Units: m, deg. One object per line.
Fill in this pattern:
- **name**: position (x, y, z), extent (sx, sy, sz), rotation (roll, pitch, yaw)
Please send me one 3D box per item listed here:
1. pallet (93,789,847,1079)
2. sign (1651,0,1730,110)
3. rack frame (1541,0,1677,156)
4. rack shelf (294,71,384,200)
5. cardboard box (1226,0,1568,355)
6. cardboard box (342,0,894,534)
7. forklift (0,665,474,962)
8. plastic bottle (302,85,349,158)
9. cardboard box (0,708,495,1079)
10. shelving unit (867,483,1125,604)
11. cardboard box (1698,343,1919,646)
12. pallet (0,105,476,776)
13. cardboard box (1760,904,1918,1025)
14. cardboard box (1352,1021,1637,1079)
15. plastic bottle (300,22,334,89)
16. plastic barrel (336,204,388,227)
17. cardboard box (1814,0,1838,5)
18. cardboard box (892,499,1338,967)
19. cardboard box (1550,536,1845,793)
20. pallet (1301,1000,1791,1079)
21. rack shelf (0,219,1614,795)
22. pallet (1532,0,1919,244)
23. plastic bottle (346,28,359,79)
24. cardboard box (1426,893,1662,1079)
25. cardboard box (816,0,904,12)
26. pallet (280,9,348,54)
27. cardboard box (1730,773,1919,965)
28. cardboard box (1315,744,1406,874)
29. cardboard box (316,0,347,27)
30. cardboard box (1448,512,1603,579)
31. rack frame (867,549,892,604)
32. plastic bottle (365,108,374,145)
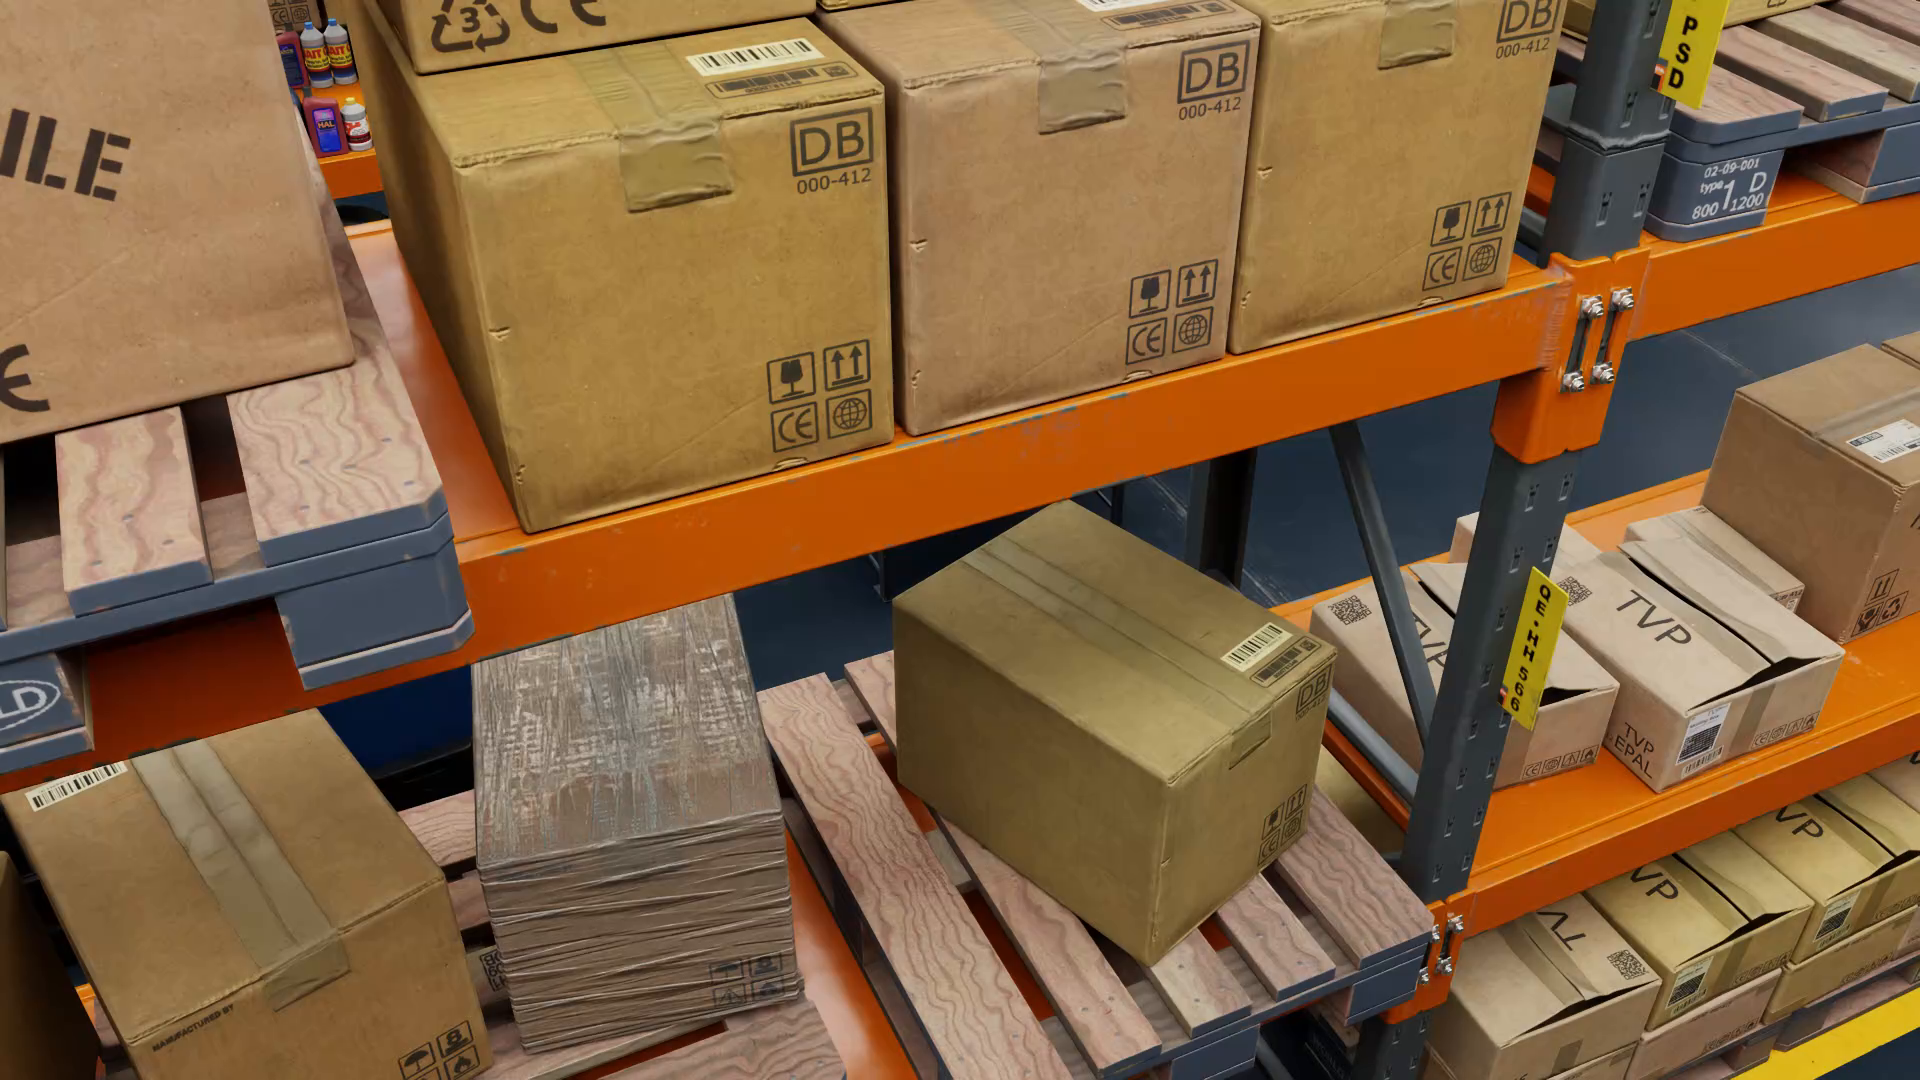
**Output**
- **pallet**: position (-0.949, 0.917, 3.157), extent (1.213, 0.211, 1.003), rotation (-16, 39, -20)
- **sign**: position (1.038, -0.774, 2.324), extent (0.005, 0.325, 0.100), rotation (-16, 39, -20)
- **rack frame**: position (0.809, -2.064, 1.980), extent (0.127, 3.000, 1.000), rotation (-16, 39, -20)
- **rack shelf**: position (-3.102, -1.532, 6.901), extent (4.000, 0.370, 1.077), rotation (-16, 39, -20)
- **cardboard box**: position (0.429, -0.771, 2.670), extent (0.500, 0.500, 0.910), rotation (-16, 39, -20)
- **cardboard box**: position (-0.504, -0.510, 2.318), extent (0.500, 0.500, 0.910), rotation (-16, 39, -20)
- **forklift**: position (-2.745, -0.254, 4.632), extent (3.031, 2.935, 1.130), rotation (-19, 40, -23)
- **plastic bottle**: position (-2.512, -1.658, 6.566), extent (0.133, 0.283, 0.061), rotation (-16, 39, -20)
- **cardboard box**: position (-1.239, 0.668, 2.895), extent (0.500, 0.500, 0.700), rotation (-26, 44, -31)
- **shelving unit**: position (0.077, -0.624, 6.332), extent (1.048, 1.500, 0.538), rotation (-16, 39, -20)
- **cardboard box**: position (2.321, -0.128, 4.321), extent (0.500, 0.500, 0.500), rotation (-18, 40, -22)
- **pallet**: position (-1.254, -0.163, 2.092), extent (1.003, 0.211, 1.213), rotation (-16, 39, -20)
- **cardboard box**: position (2.331, 1.044, 4.780), extent (0.500, 0.250, 0.500), rotation (-17, 40, -21)
- **cardboard box**: position (1.408, 1.307, 4.426), extent (0.500, 0.250, 0.500), rotation (-16, 39, -20)
- **plastic bottle**: position (-2.774, -2.092, 7.160), extent (0.097, 0.271, 0.097), rotation (0, 37, 0)
- **plastic barrel**: position (-2.750, -1.108, 7.398), extent (0.708, 0.588, 0.600), rotation (-16, 39, -20)
- **cardboard box**: position (1.663, -1.256, 3.180), extent (0.500, 0.250, 0.500), rotation (-15, 39, -19)
- **cardboard box**: position (0.287, 0.357, 3.315), extent (0.500, 0.500, 0.700), rotation (-30, 46, -34)
- **cardboard box**: position (1.701, 0.259, 3.958), extent (0.500, 0.311, 0.500), rotation (-16, 39, -20)
- **pallet**: position (1.571, 1.278, 4.850), extent (1.213, 0.211, 1.003), rotation (-16, 39, -20)
- **rack shelf**: position (-1.001, -0.064, 2.405), extent (4.000, 0.370, 1.077), rotation (-16, 39, -20)
- **pallet**: position (1.386, -1.004, 3.226), extent (1.003, 0.211, 1.213), rotation (-14, 39, -18)
- **plastic bottle**: position (-2.589, -2.160, 7.242), extent (0.133, 0.283, 0.061), rotation (-16, 39, -20)
- **cardboard box**: position (1.408, 1.081, 4.259), extent (0.500, 0.311, 0.500), rotation (-14, 39, -18)
- **cardboard box**: position (-0.050, -1.065, 2.227), extent (0.500, 0.500, 0.500), rotation (-16, 39, -20)
- **pallet**: position (-4.142, -3.719, 11.587), extent (1.213, 0.211, 1.003), rotation (-16, 39, -20)
- **cardboard box**: position (2.343, 0.816, 4.617), extent (0.500, 0.311, 0.500), rotation (-17, 40, -21)
- **cardboard box**: position (1.179, 0.790, 4.651), extent (0.500, 0.311, 0.500), rotation (-15, 39, -19)
- **cardboard box**: position (-4.030, -4.150, 11.258), extent (0.875, 0.875, 1.225), rotation (-17, 40, -22)
- **cardboard box**: position (1.506, 0.069, 4.349), extent (0.250, 0.149, 0.380), rotation (-16, 39, -20)
- **rack frame**: position (-0.383, -0.495, 6.159), extent (0.032, 1.500, 0.500), rotation (-16, 39, -20)
- **plastic bottle**: position (-2.327, -1.689, 6.676), extent (0.097, 0.201, 0.097), rotation (0, 37, 0)
